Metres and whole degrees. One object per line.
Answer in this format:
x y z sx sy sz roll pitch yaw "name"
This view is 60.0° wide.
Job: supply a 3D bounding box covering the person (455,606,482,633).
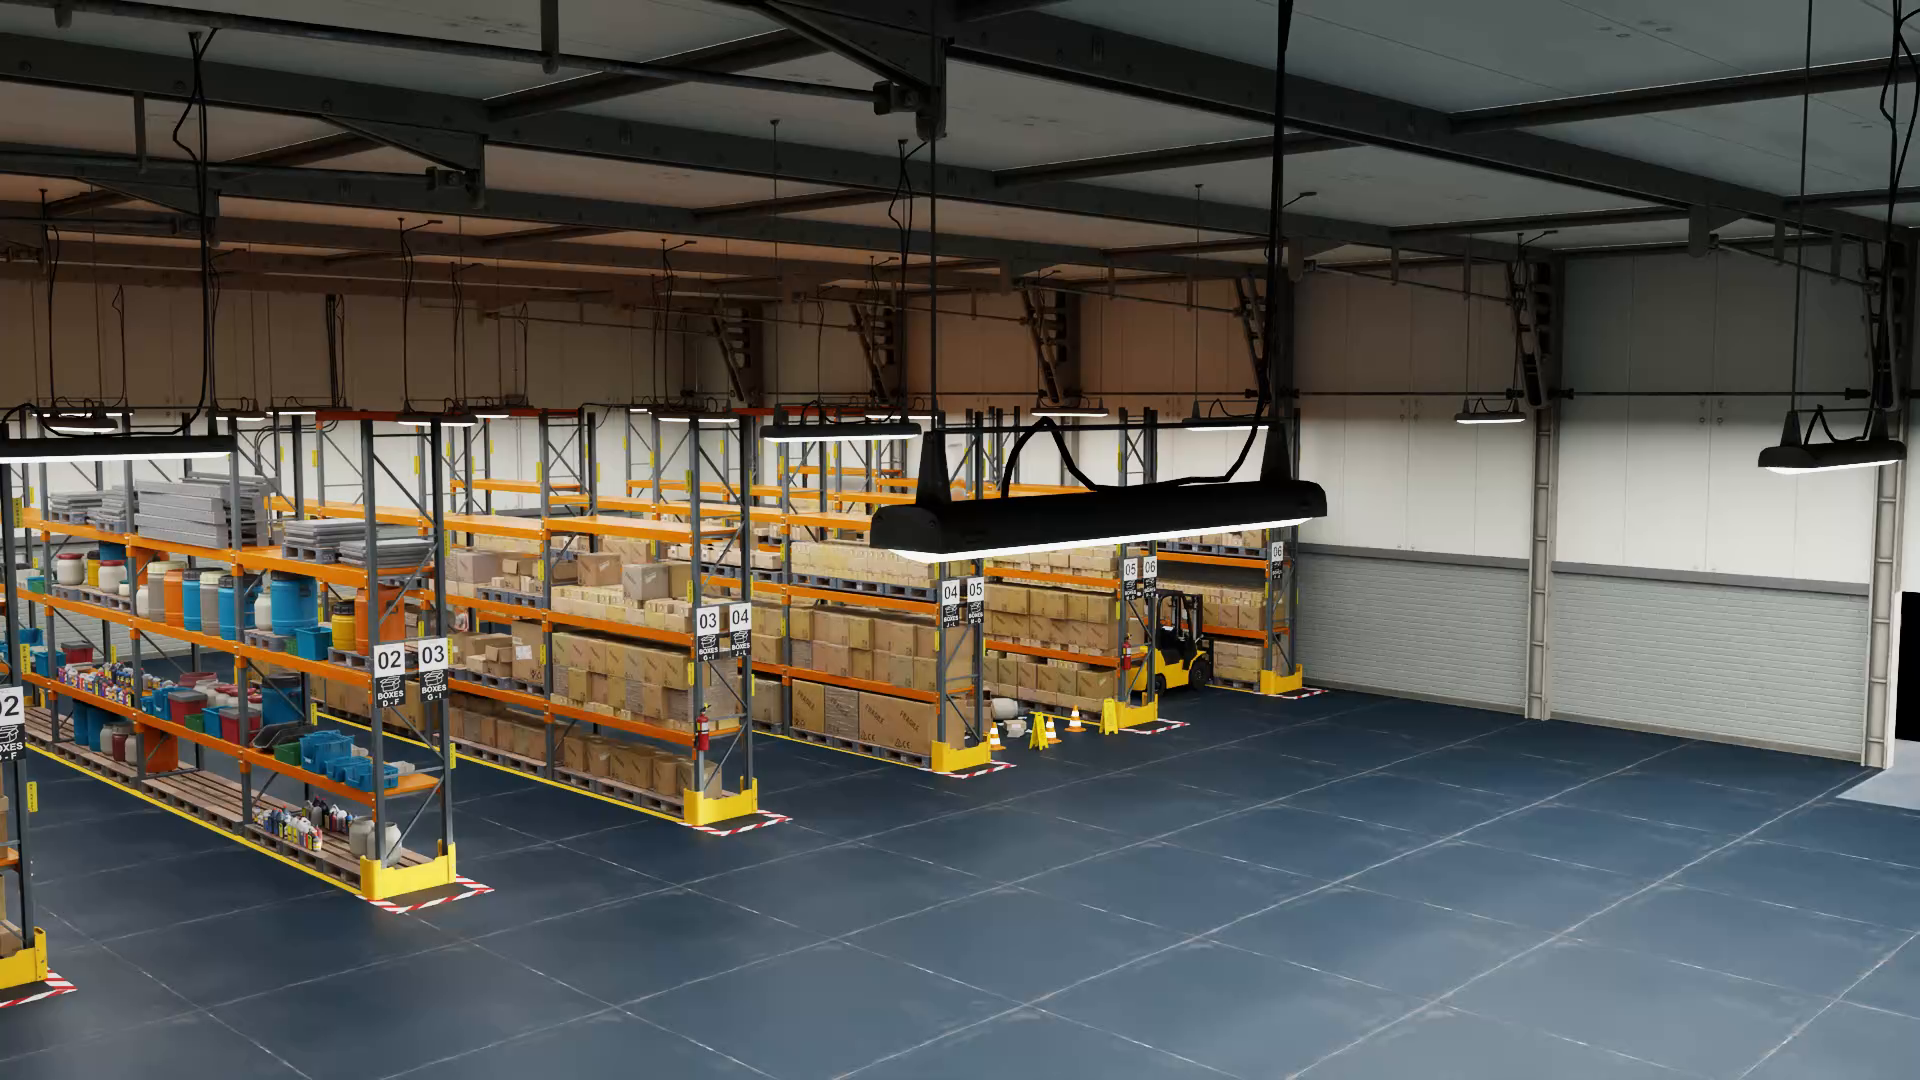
-10.793 2.194 36.579 0.985 1.793 0.655 5 7 44 "person"
